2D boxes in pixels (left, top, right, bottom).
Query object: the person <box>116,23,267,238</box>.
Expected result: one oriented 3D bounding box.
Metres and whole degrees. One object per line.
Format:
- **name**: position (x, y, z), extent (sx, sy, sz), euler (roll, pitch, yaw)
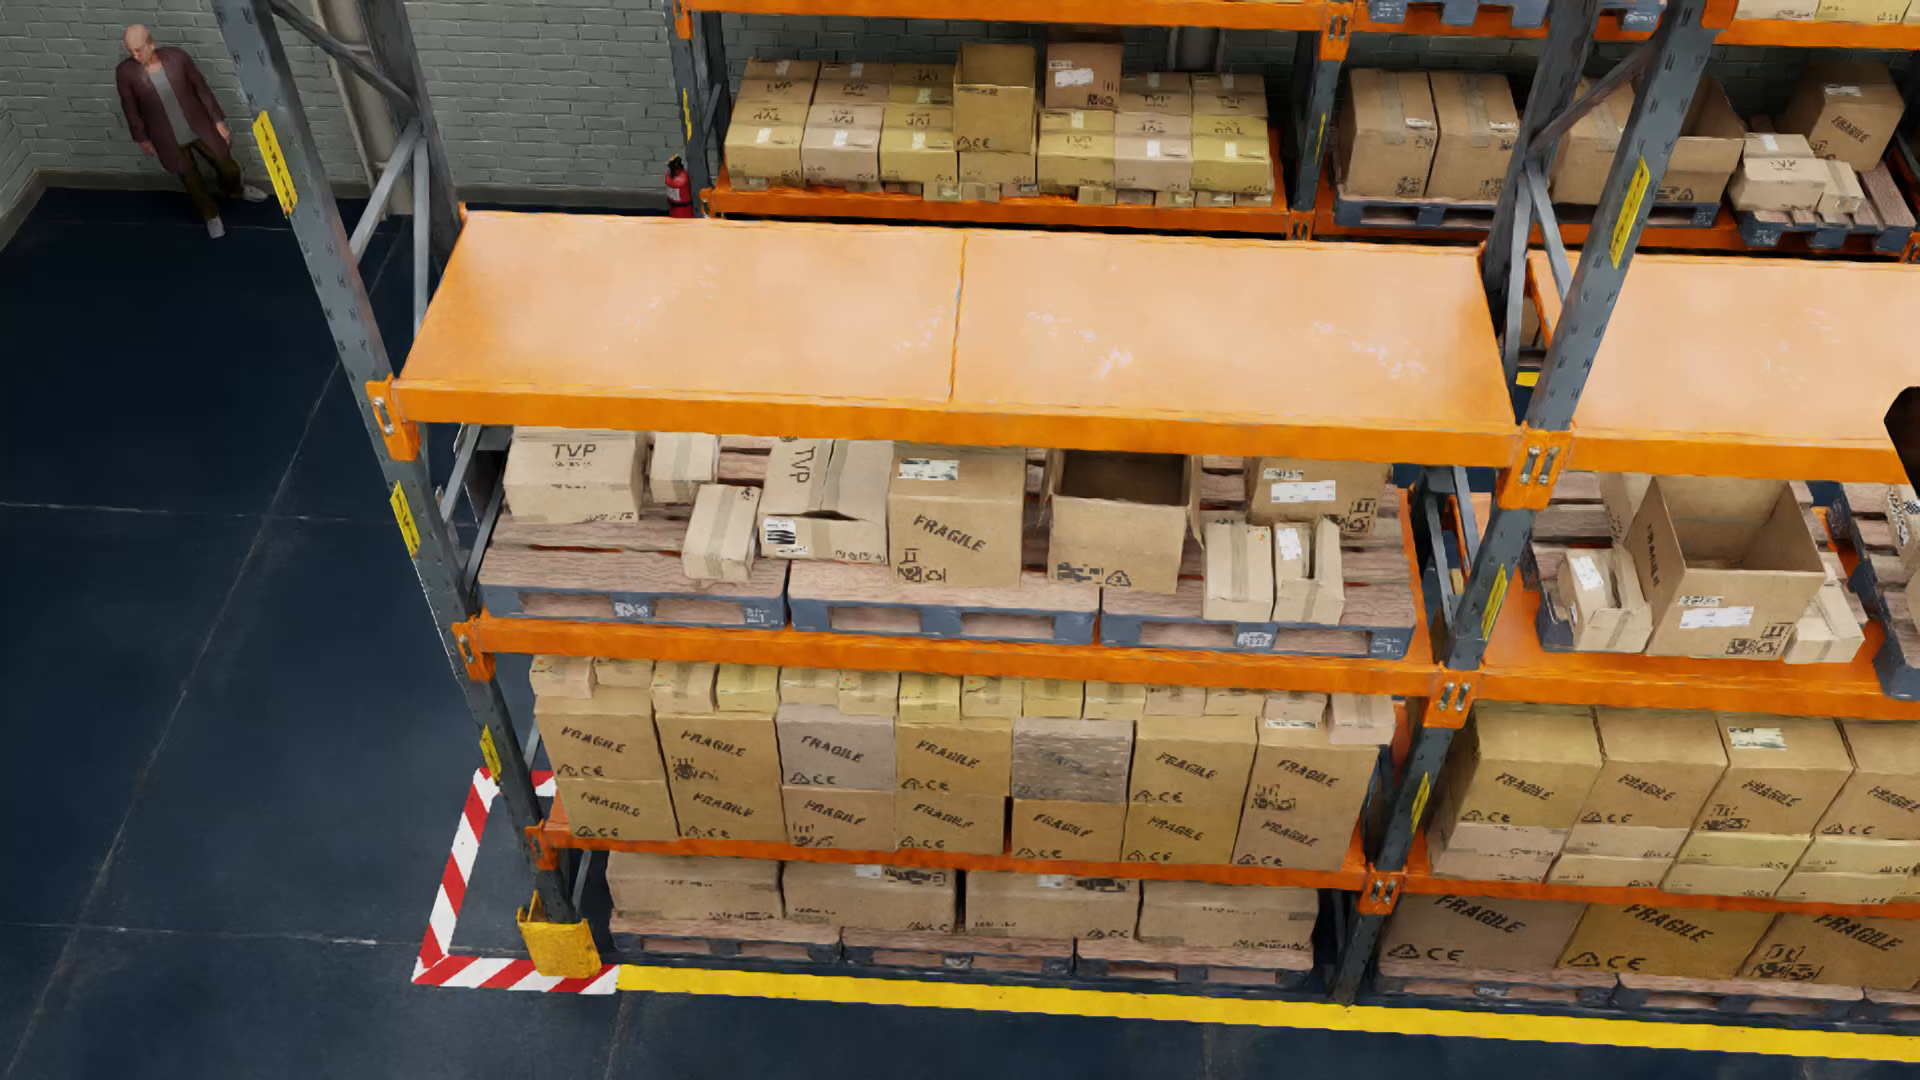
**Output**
- **person**: position (-5.716, -3.053, 12.294), extent (0.744, 1.771, 0.522), euler (-25, 53, -21)
